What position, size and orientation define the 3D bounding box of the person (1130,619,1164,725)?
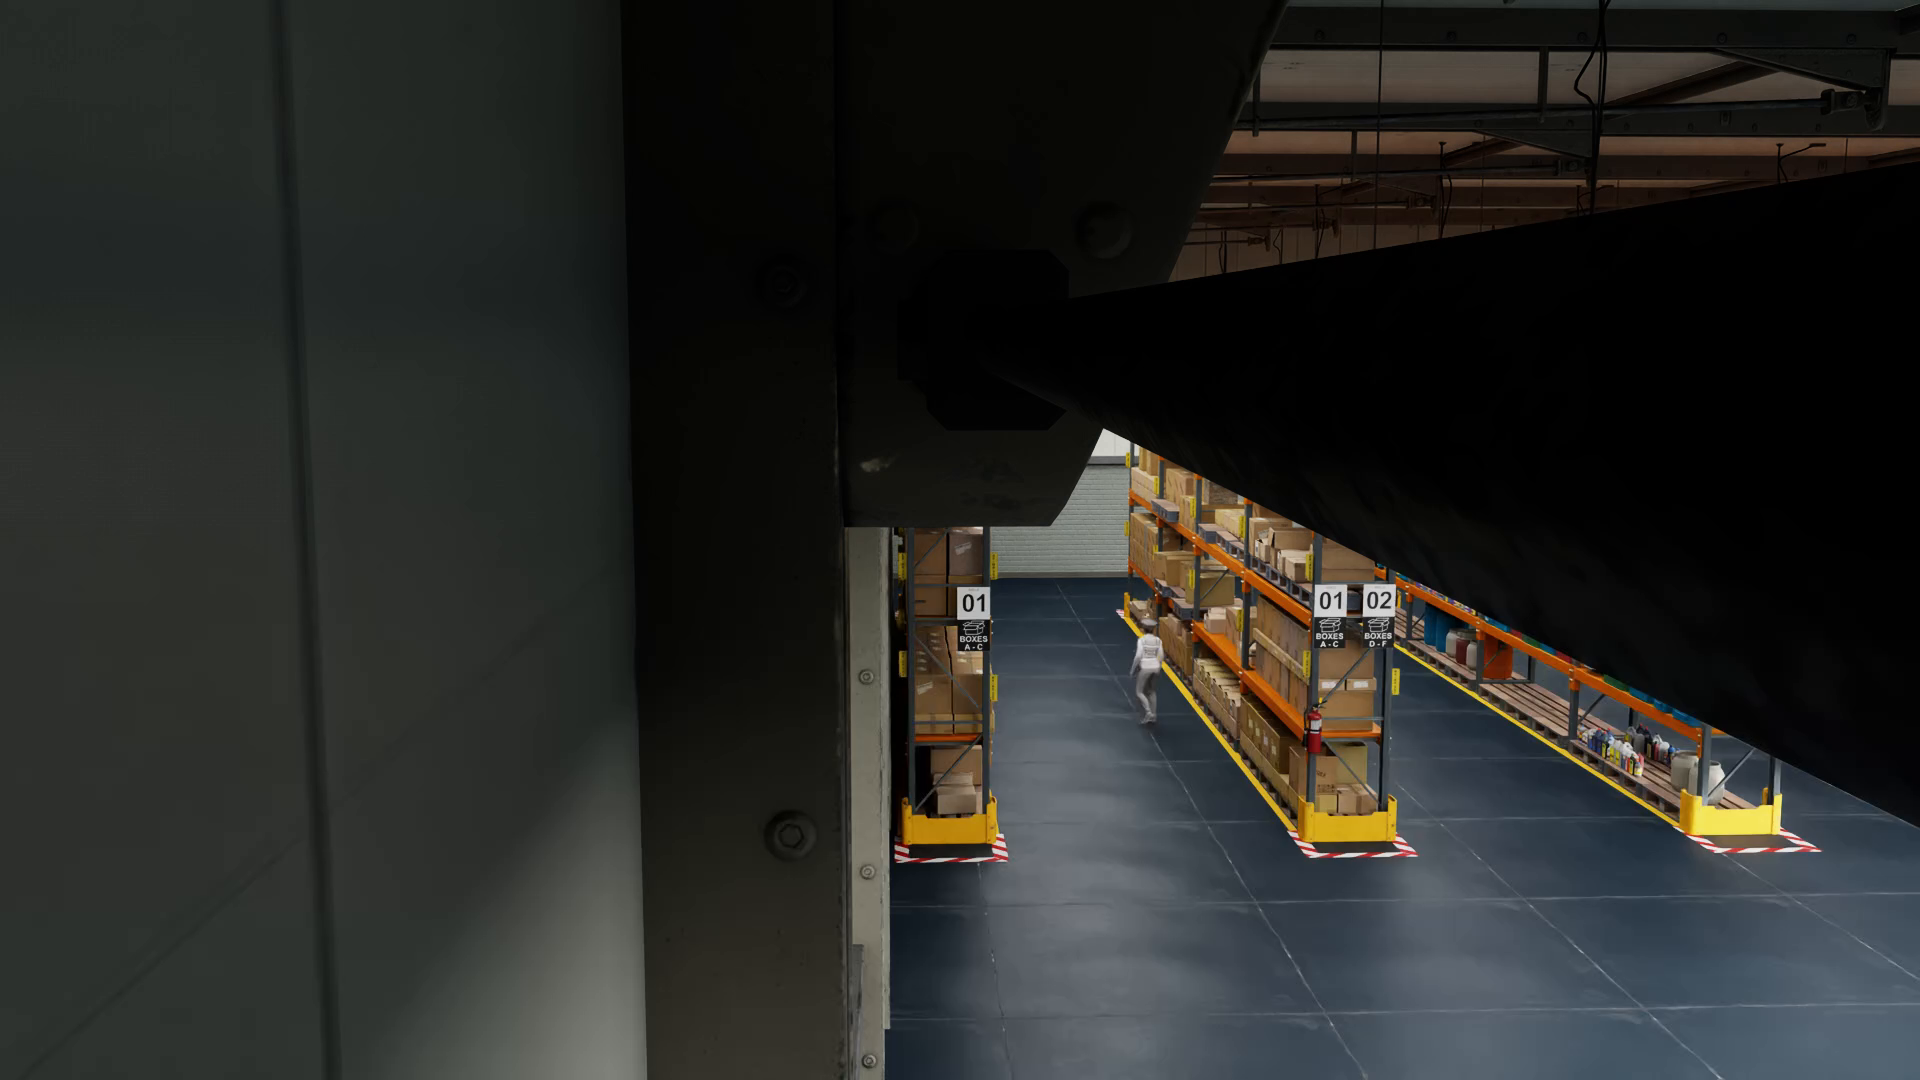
[{"bbox_3d":[3.049,2.116,26.637,0.553,1.652,0.581,-3,8,-25],"label":"person"}]
